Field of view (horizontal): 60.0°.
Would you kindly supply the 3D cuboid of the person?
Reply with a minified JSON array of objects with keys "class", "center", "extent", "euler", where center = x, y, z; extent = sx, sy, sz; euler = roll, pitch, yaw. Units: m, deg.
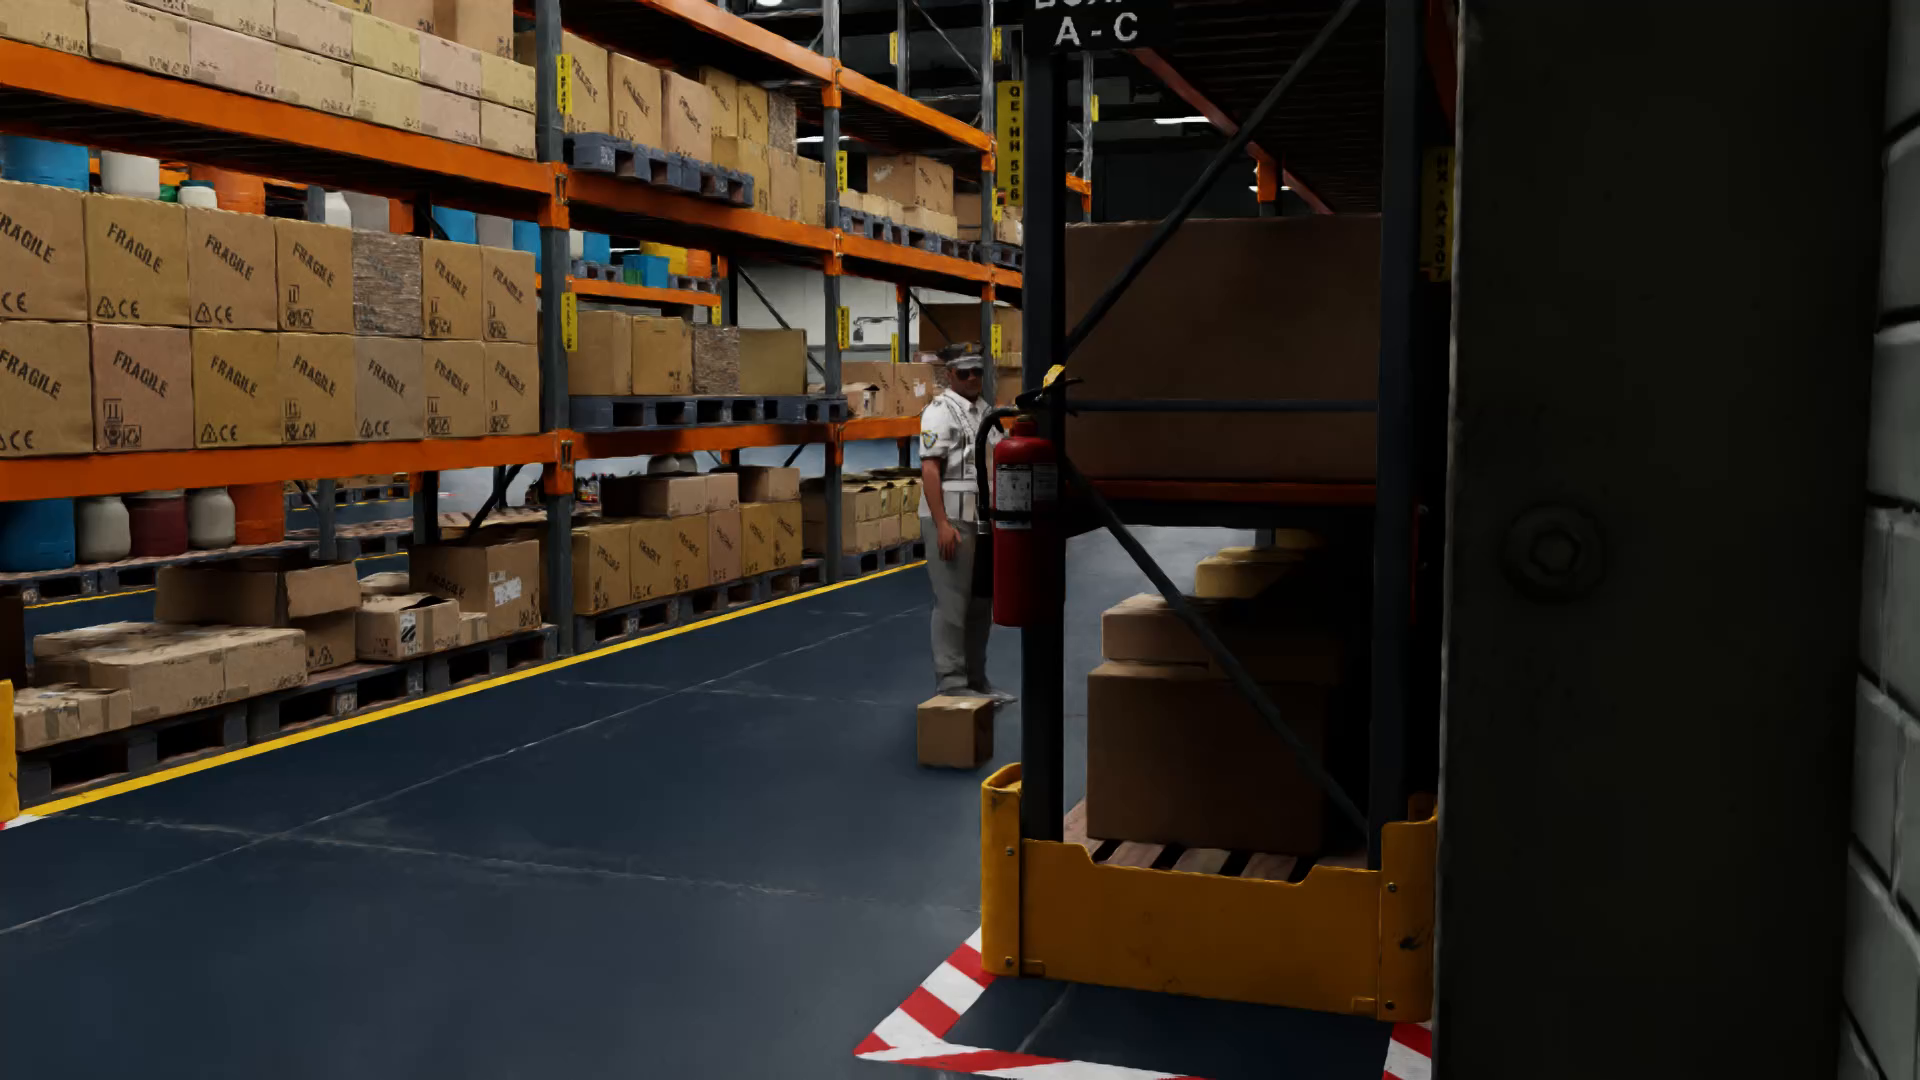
[{"class":"person","center":[0.036,-0.061,8.075],"extent":[0.442,1.801,0.589],"euler":[3,6,33]}]
